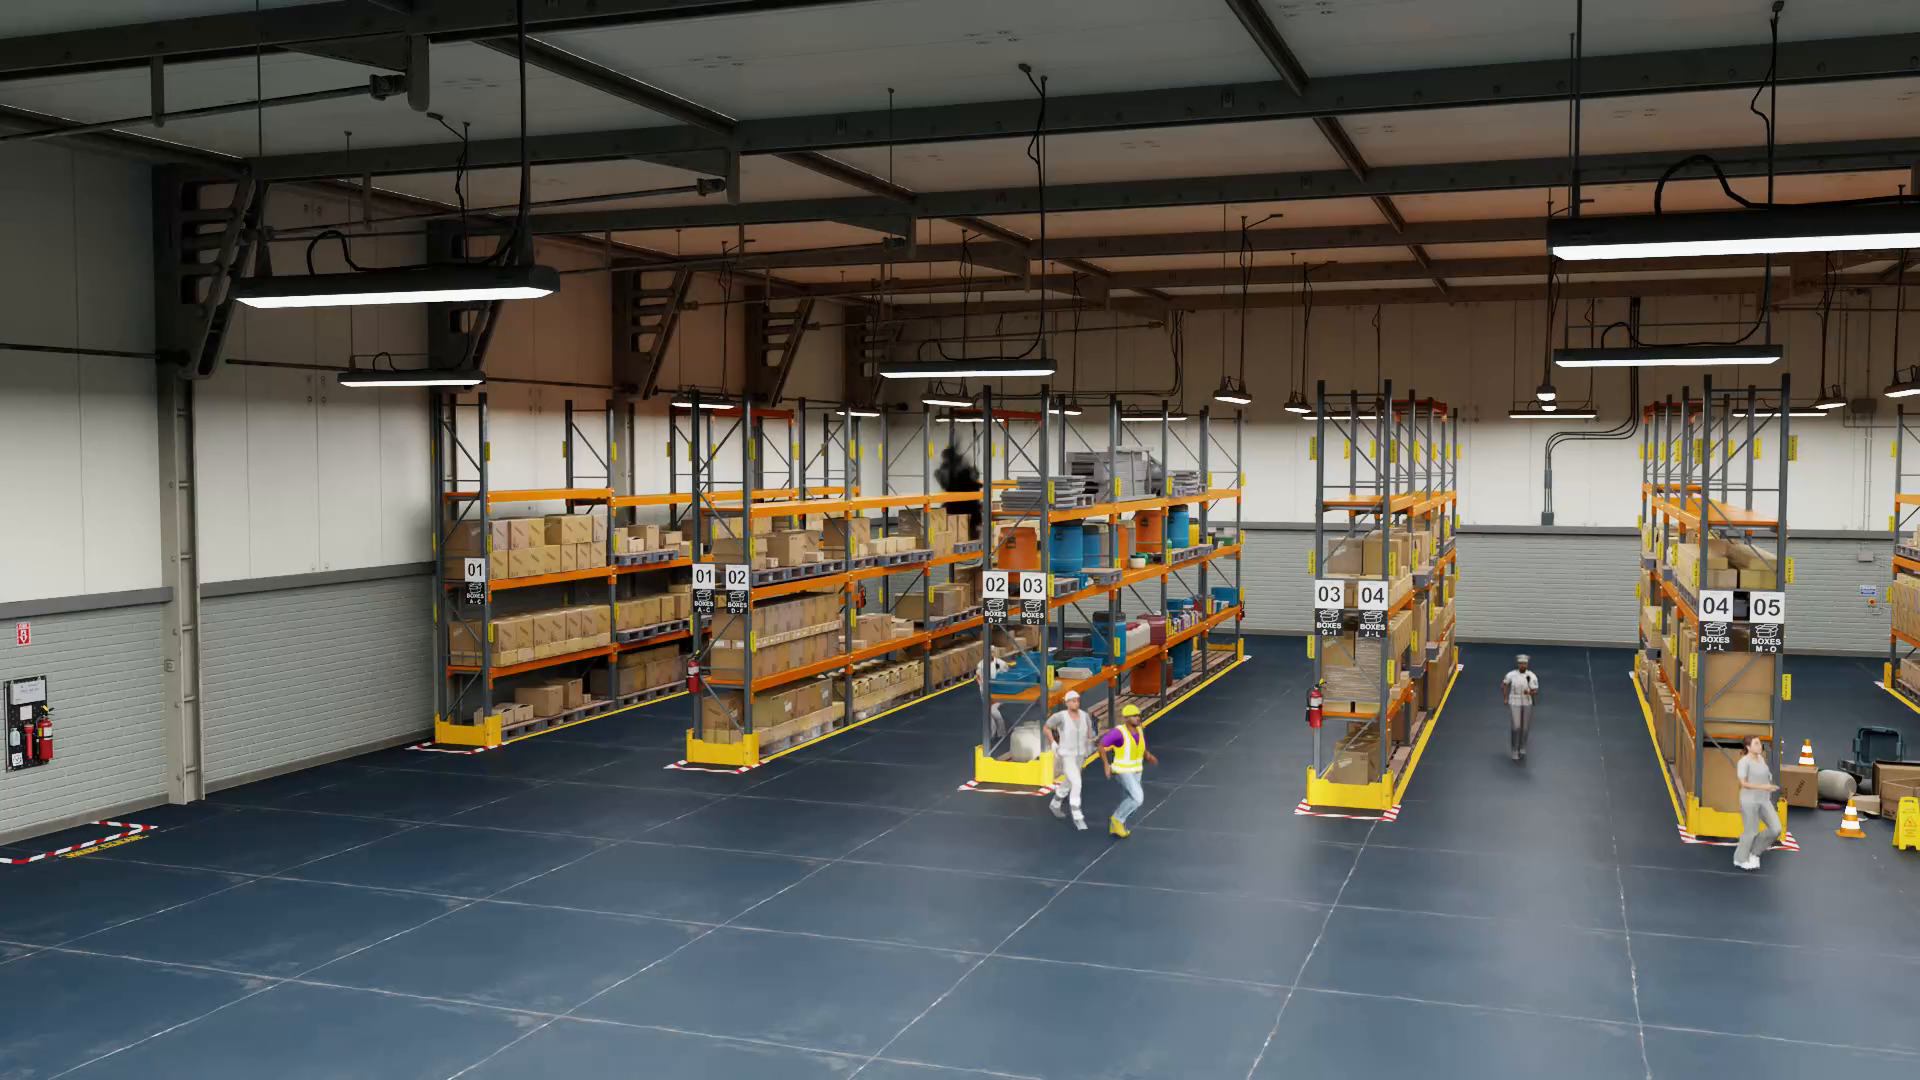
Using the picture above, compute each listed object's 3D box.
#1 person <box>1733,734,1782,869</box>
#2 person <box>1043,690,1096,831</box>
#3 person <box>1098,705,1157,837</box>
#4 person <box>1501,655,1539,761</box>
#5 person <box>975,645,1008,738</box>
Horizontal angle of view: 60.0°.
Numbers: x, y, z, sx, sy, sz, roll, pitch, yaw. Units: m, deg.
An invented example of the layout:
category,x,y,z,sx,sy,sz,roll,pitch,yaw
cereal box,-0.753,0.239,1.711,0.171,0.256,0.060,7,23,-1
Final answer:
category,x,y,z,sx,sy,sz,roll,pitch,yaw
person,9.468,3.121,19.750,0.558,1.622,0.607,-1,3,-21
person,1.503,2.921,22.295,0.624,1.836,0.856,-2,4,-35
person,2.196,2.980,21.436,0.680,1.716,0.720,-3,4,-44
person,9.117,2.722,27.044,0.544,1.738,0.724,1,3,10
person,0.517,2.642,28.899,0.567,1.632,0.581,1,3,20
